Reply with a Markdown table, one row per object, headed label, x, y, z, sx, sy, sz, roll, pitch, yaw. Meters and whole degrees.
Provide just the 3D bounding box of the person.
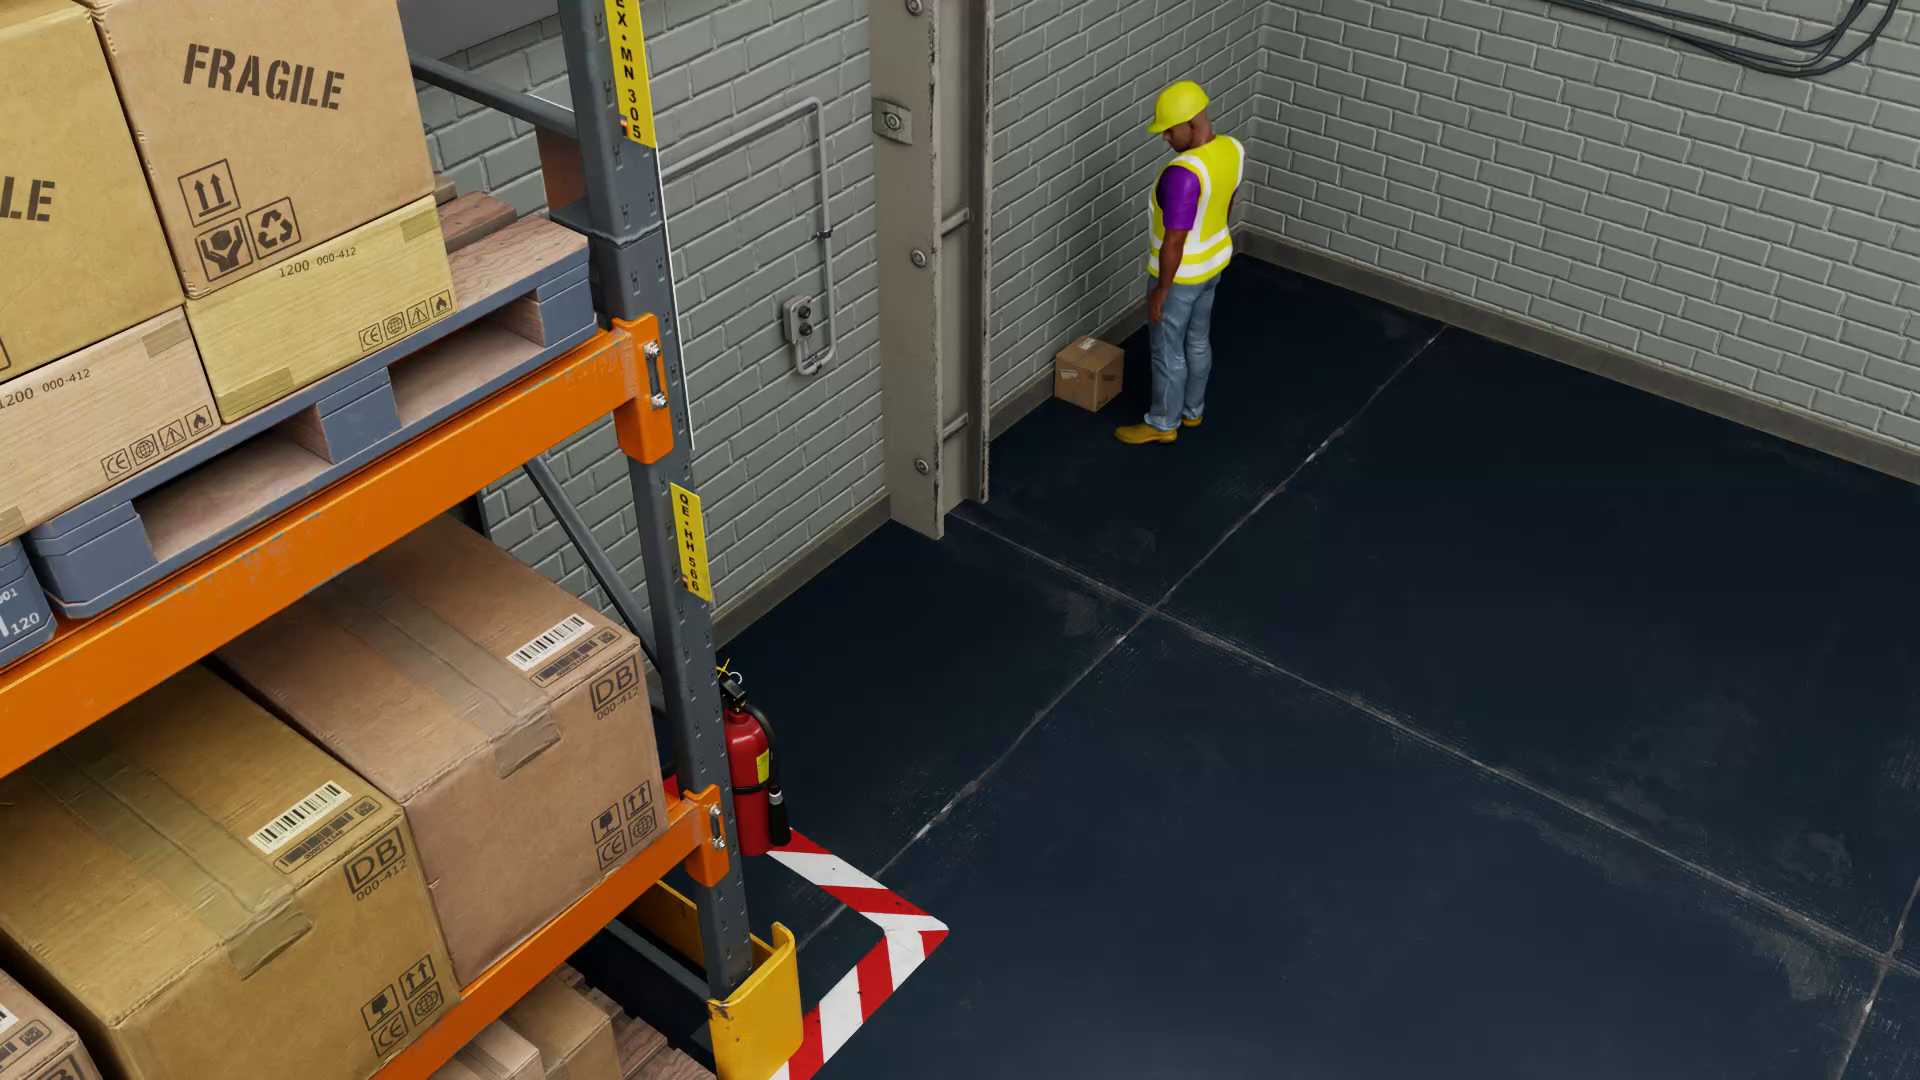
| label | x | y | z | sx | sy | sz | roll | pitch | yaw |
| --- | --- | --- | --- | --- | --- | --- | --- | --- | --- |
| person | 1.046 | -1.269 | 7.716 | 0.385 | 1.782 | 0.669 | 29 | 47 | 31 |
